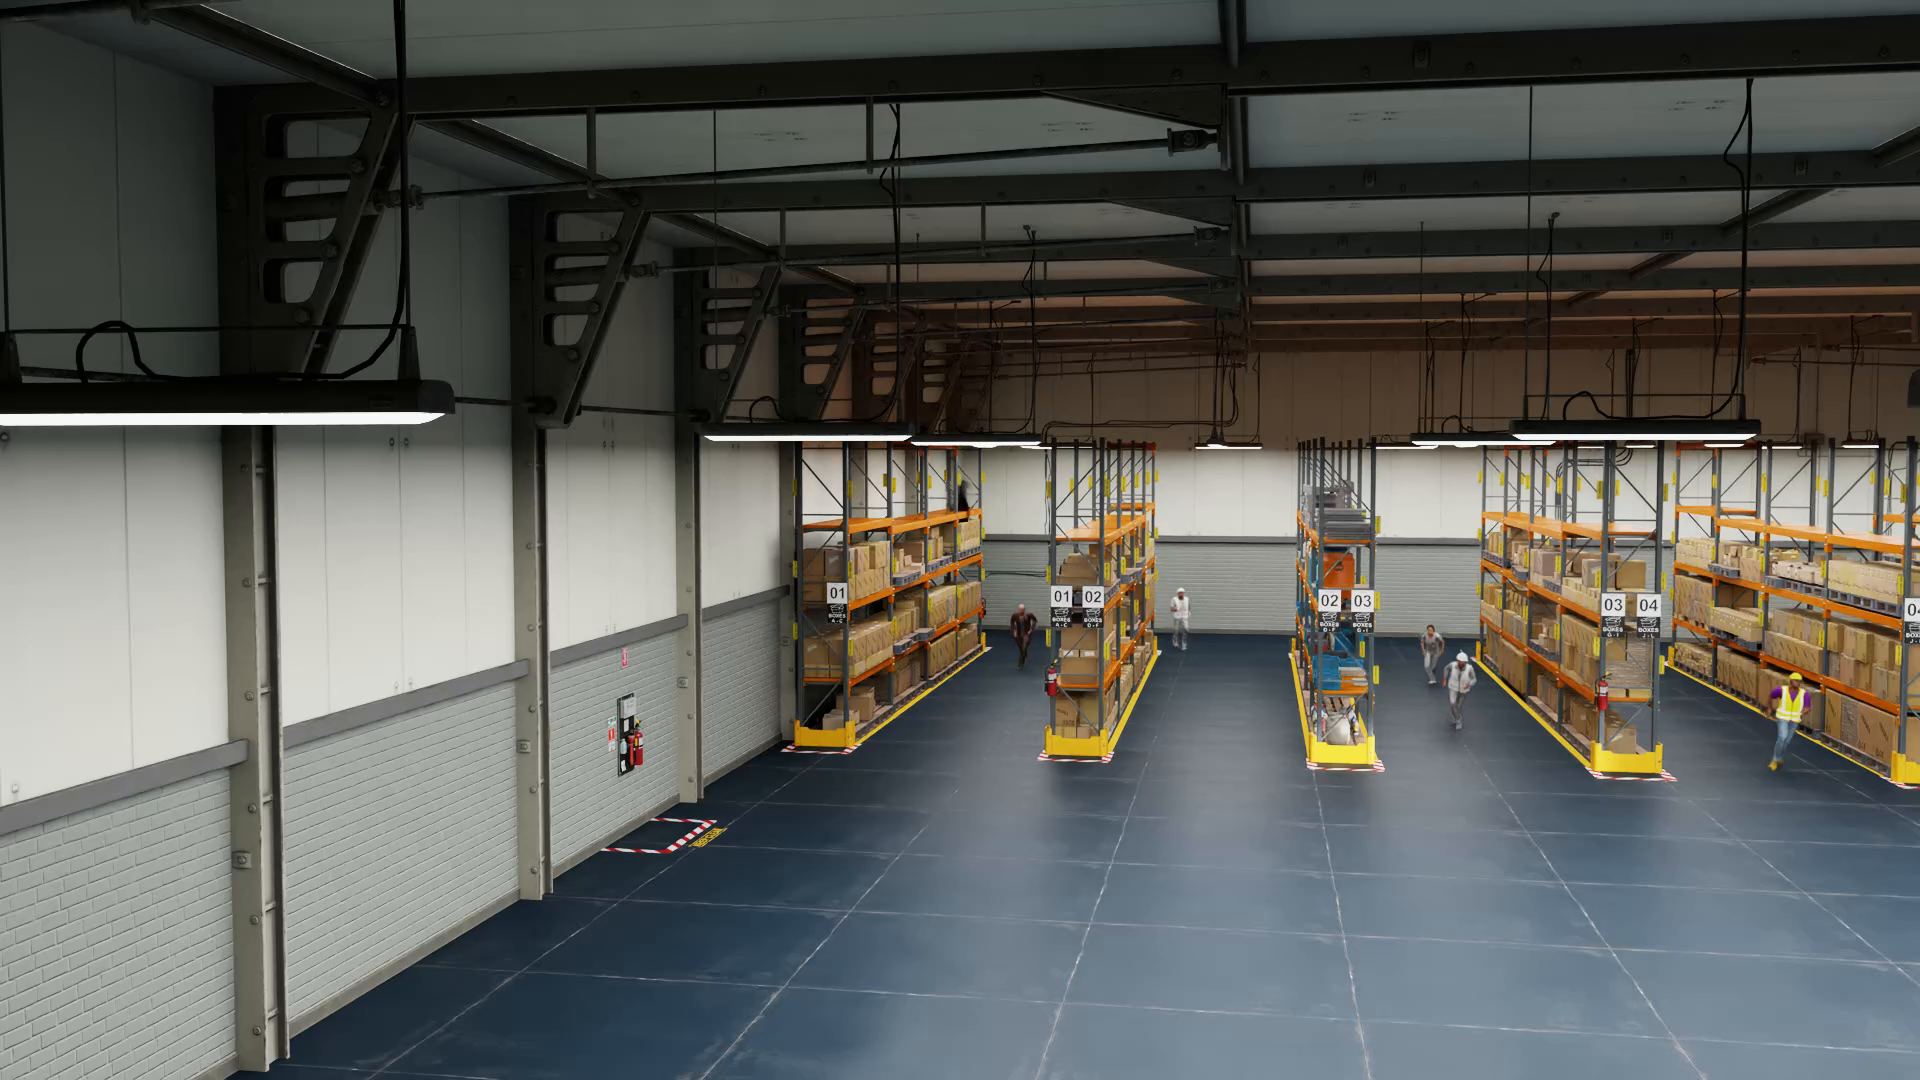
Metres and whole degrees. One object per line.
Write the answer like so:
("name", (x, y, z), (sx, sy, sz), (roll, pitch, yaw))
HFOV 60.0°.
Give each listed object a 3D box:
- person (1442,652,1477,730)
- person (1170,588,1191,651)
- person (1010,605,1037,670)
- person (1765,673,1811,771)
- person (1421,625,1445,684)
("person", (10.326, 3.079, 34.399), (0.669, 1.605, 1.078), (1, 3, 13))
("person", (6.385, 2.293, 48.065), (0.672, 1.835, 0.847), (0, 3, -9))
("person", (1.705, 2.552, 44.187), (0.723, 1.740, 0.992), (0, 3, 9))
("person", (14.921, 3.247, 29.976), (0.742, 1.735, 0.827), (1, 3, 10))
("person", (11.677, 2.806, 41.036), (0.569, 1.497, 0.881), (1, 3, 23))
